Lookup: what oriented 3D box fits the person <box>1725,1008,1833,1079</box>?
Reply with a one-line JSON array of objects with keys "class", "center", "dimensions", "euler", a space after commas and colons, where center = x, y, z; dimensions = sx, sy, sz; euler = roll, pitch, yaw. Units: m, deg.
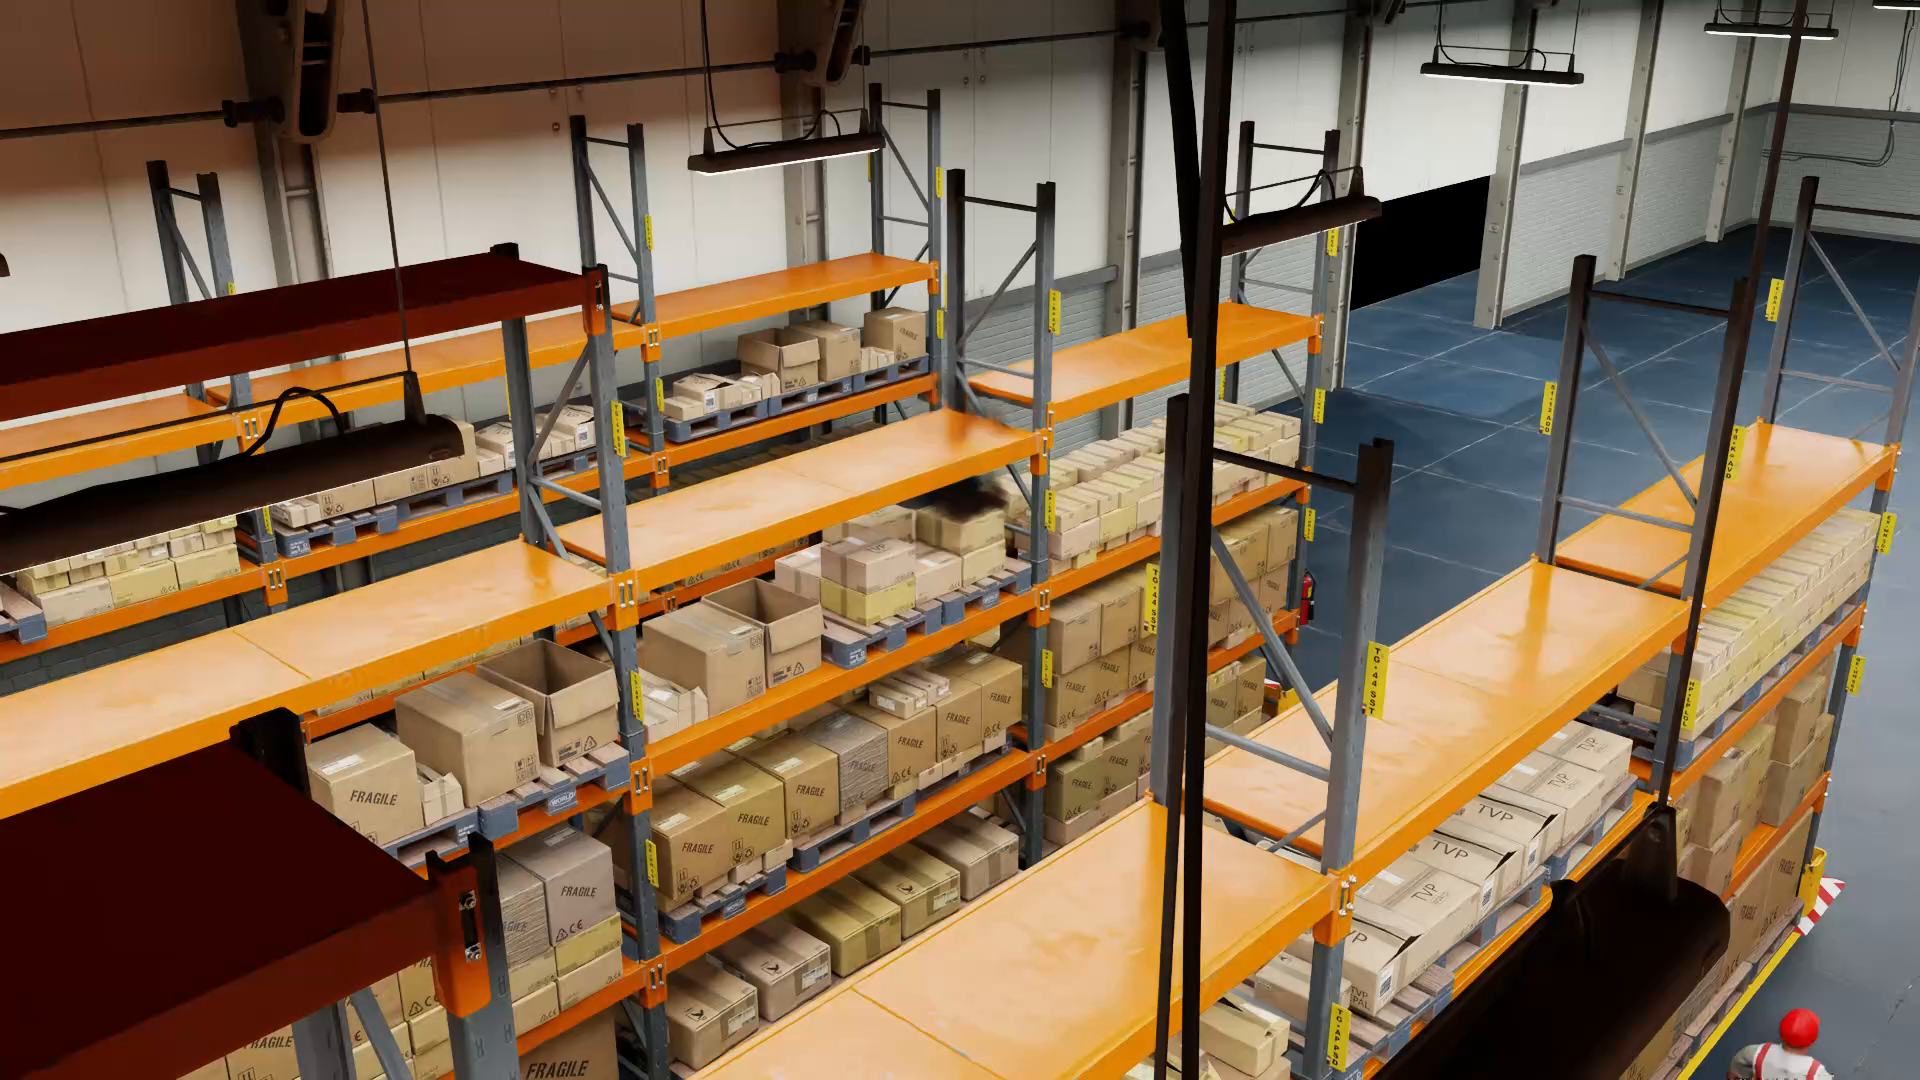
[{"class": "person", "center": [4.984, 3.628, 10.165], "dimensions": [0.673, 1.775, 0.872], "euler": [17, 27, 37]}]
